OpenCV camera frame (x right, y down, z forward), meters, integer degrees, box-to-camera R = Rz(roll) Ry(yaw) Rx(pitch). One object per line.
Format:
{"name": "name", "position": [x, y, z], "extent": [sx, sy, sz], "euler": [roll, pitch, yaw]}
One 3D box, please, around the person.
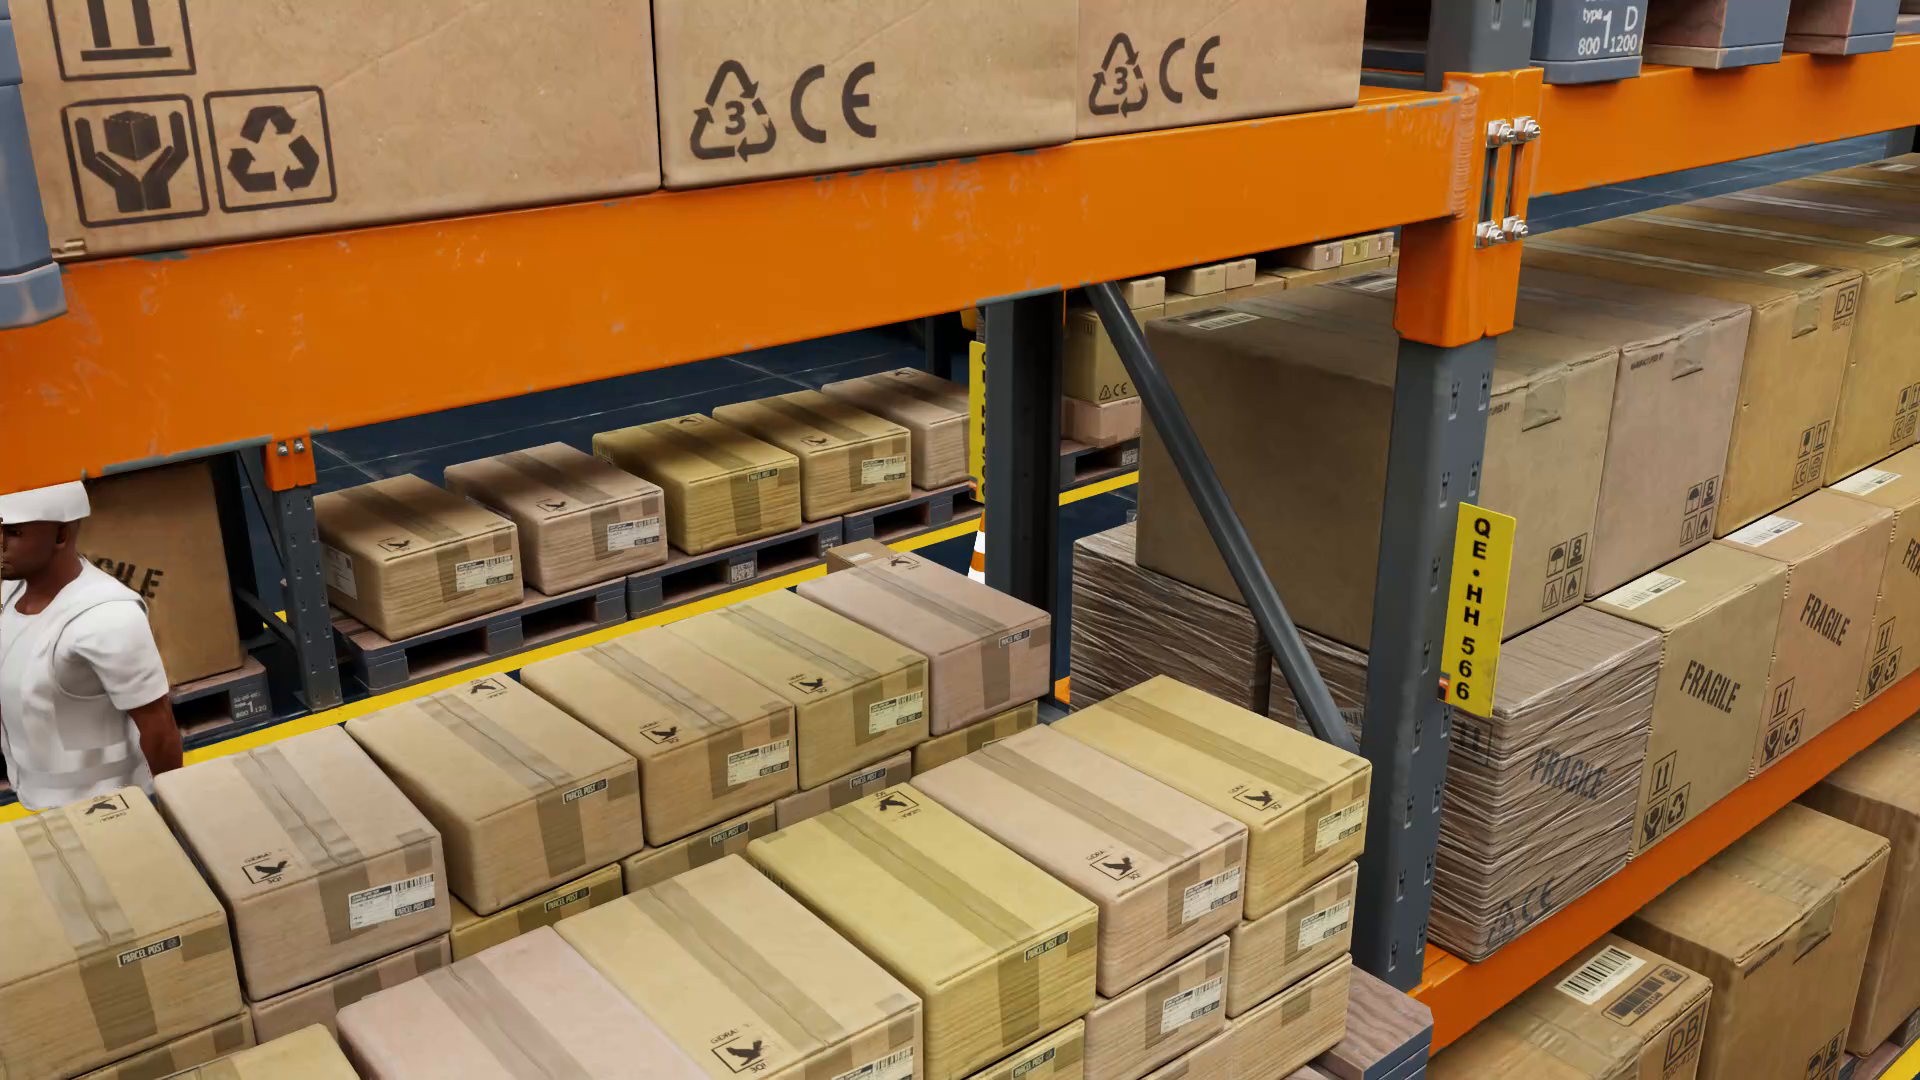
{"name": "person", "position": [-2.368, 0.658, 4.270], "extent": [0.567, 1.726, 0.920], "euler": [18, 28, 40]}
